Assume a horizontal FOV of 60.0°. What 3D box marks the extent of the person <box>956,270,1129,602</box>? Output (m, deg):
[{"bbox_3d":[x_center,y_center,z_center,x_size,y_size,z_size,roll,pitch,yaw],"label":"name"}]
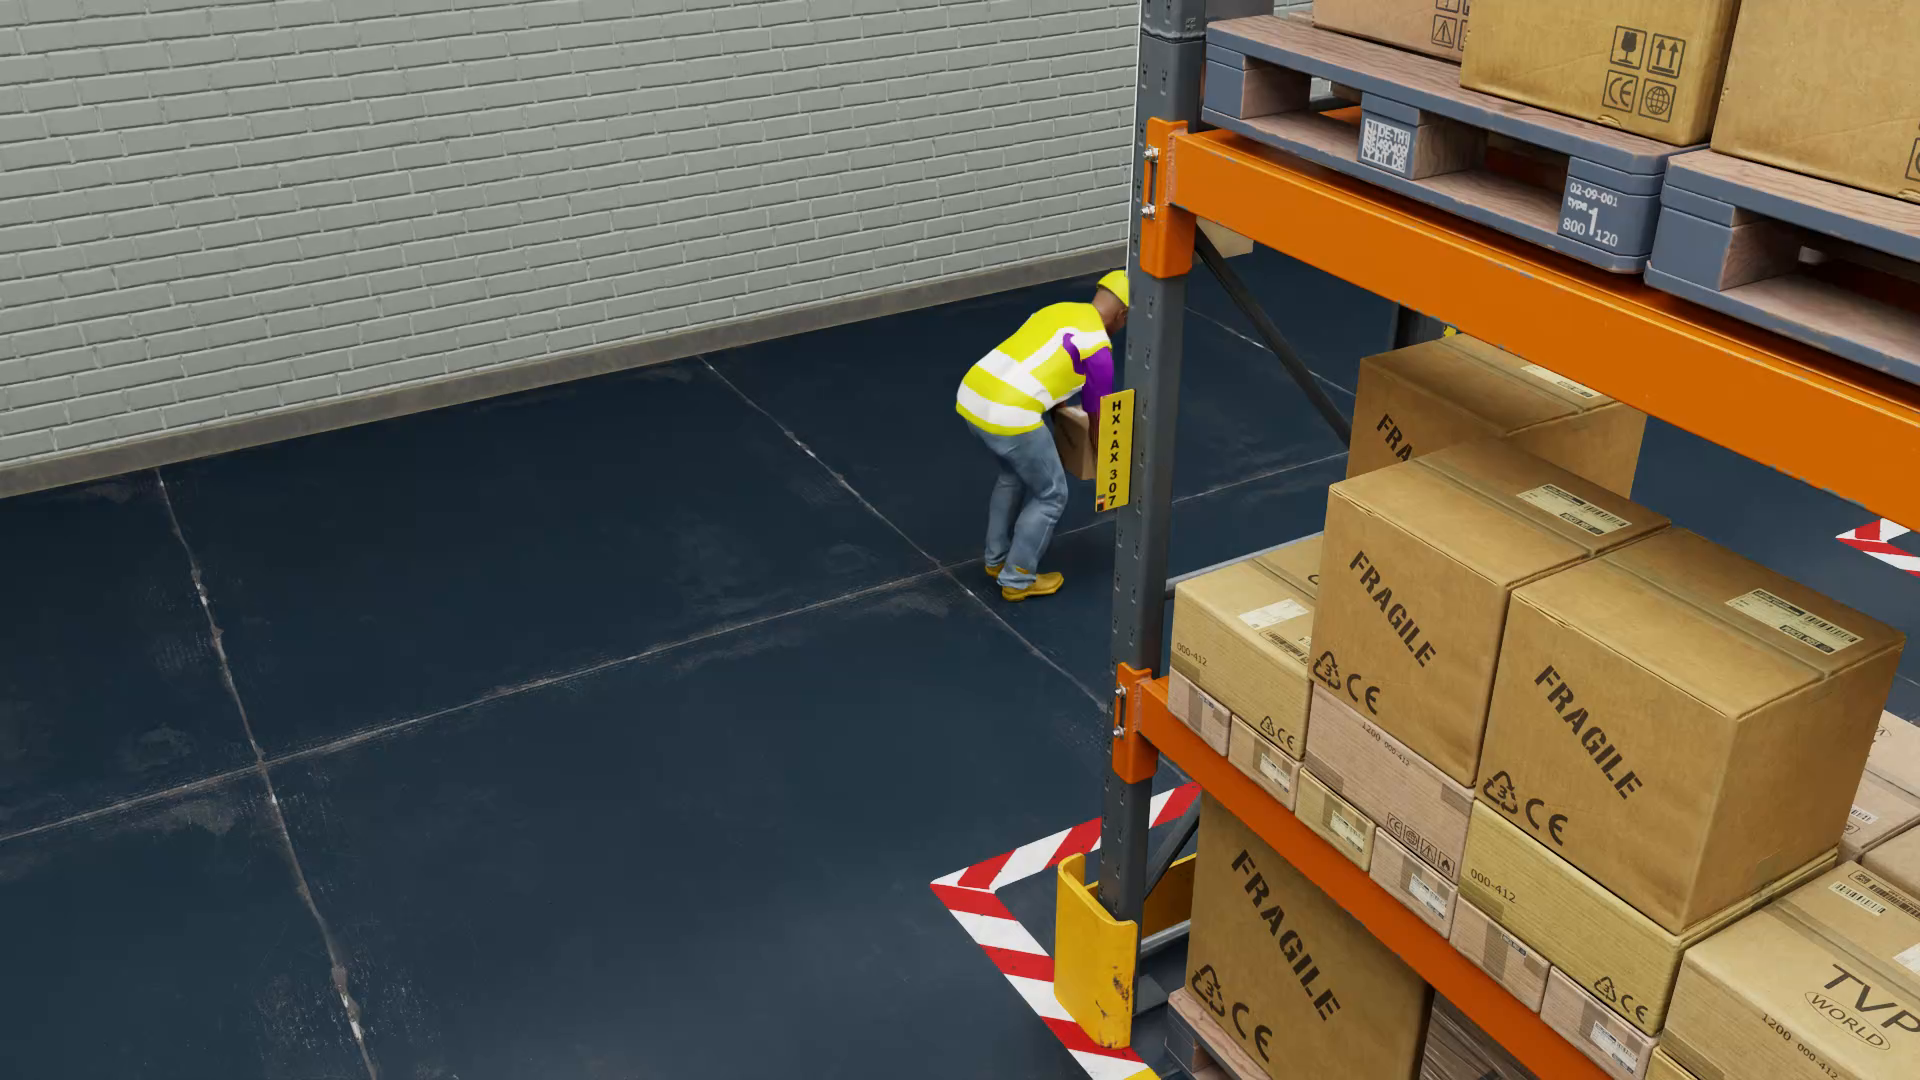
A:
[{"bbox_3d":[0.413,-0.476,7.367,0.897,1.376,0.490,-17,33,-28],"label":"person"}]
